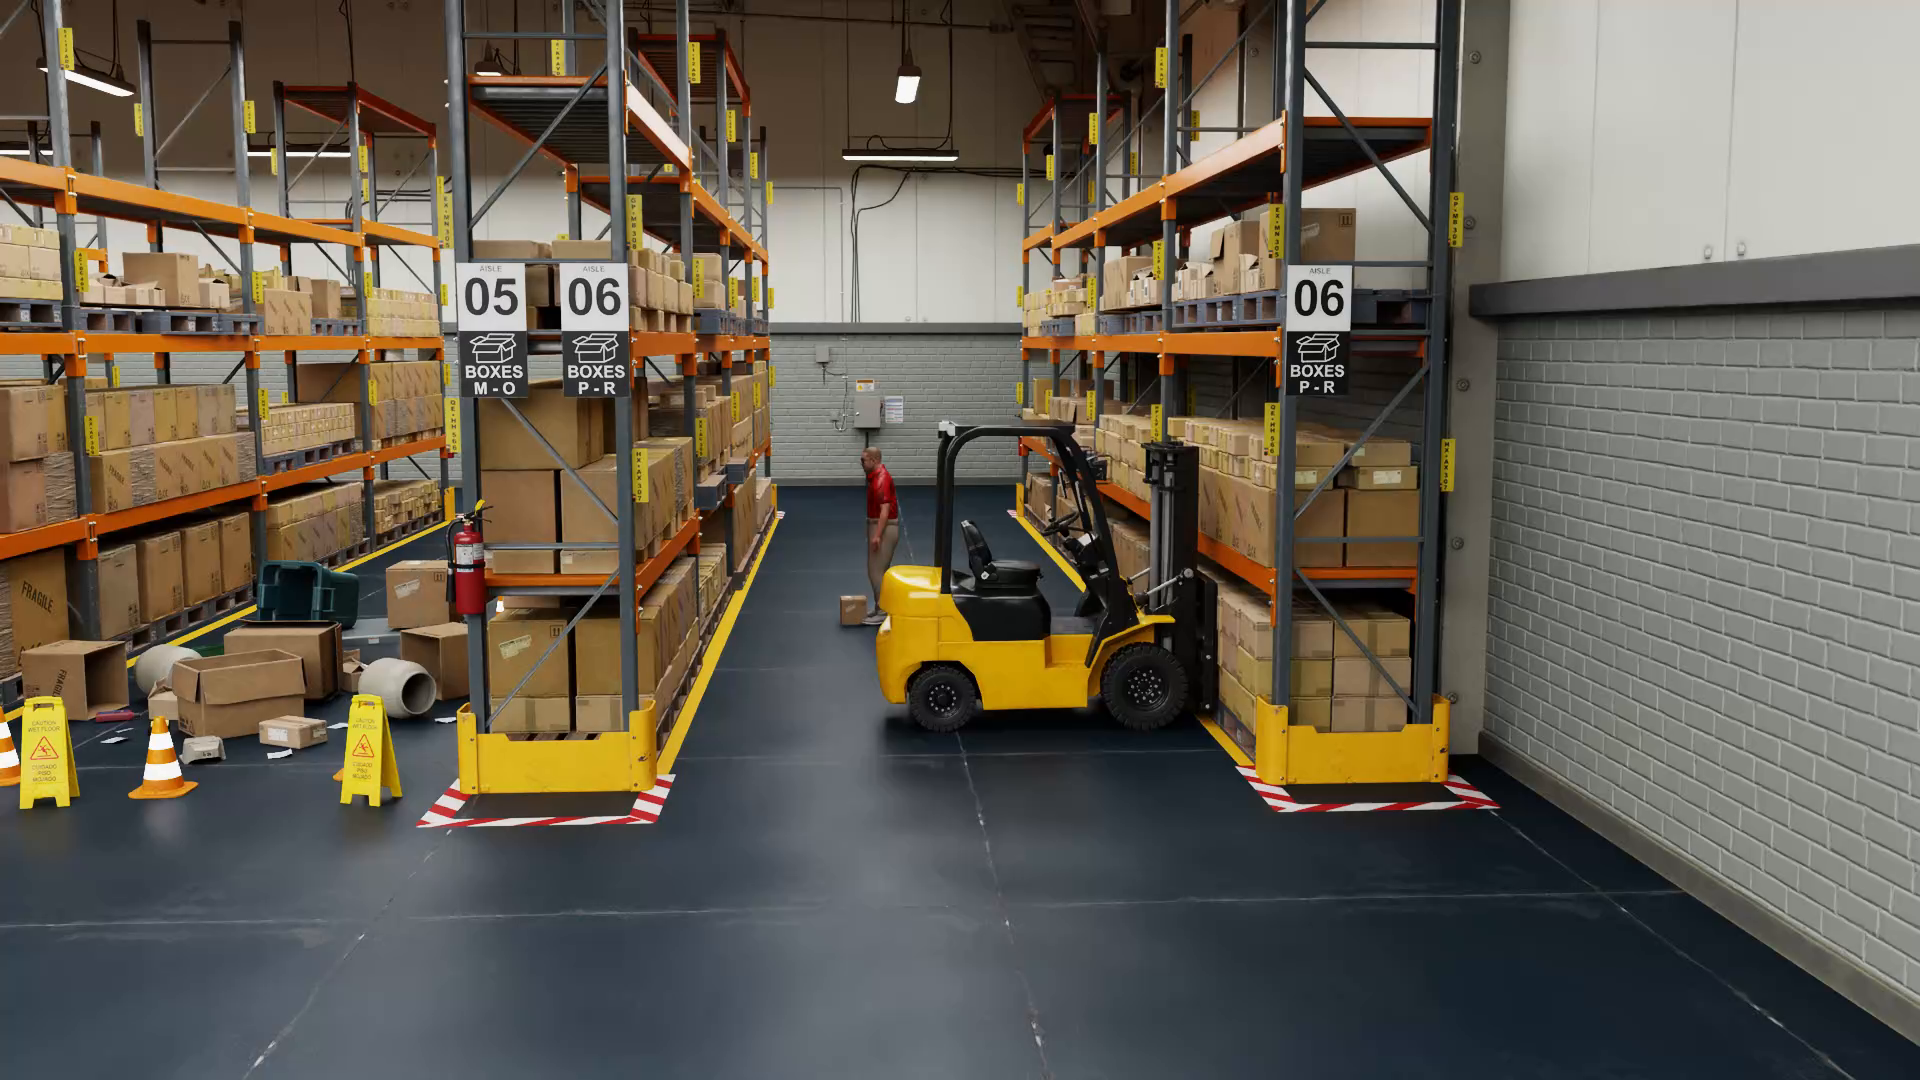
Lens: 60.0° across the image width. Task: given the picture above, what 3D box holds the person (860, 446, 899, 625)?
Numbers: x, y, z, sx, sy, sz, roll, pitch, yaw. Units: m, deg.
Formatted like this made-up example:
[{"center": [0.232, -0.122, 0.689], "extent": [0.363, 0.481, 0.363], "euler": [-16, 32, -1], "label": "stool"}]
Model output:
[{"center": [-0.790, -0.050, 16.222], "extent": [0.389, 1.726, 0.587], "euler": [-1, 7, -4], "label": "person"}]
